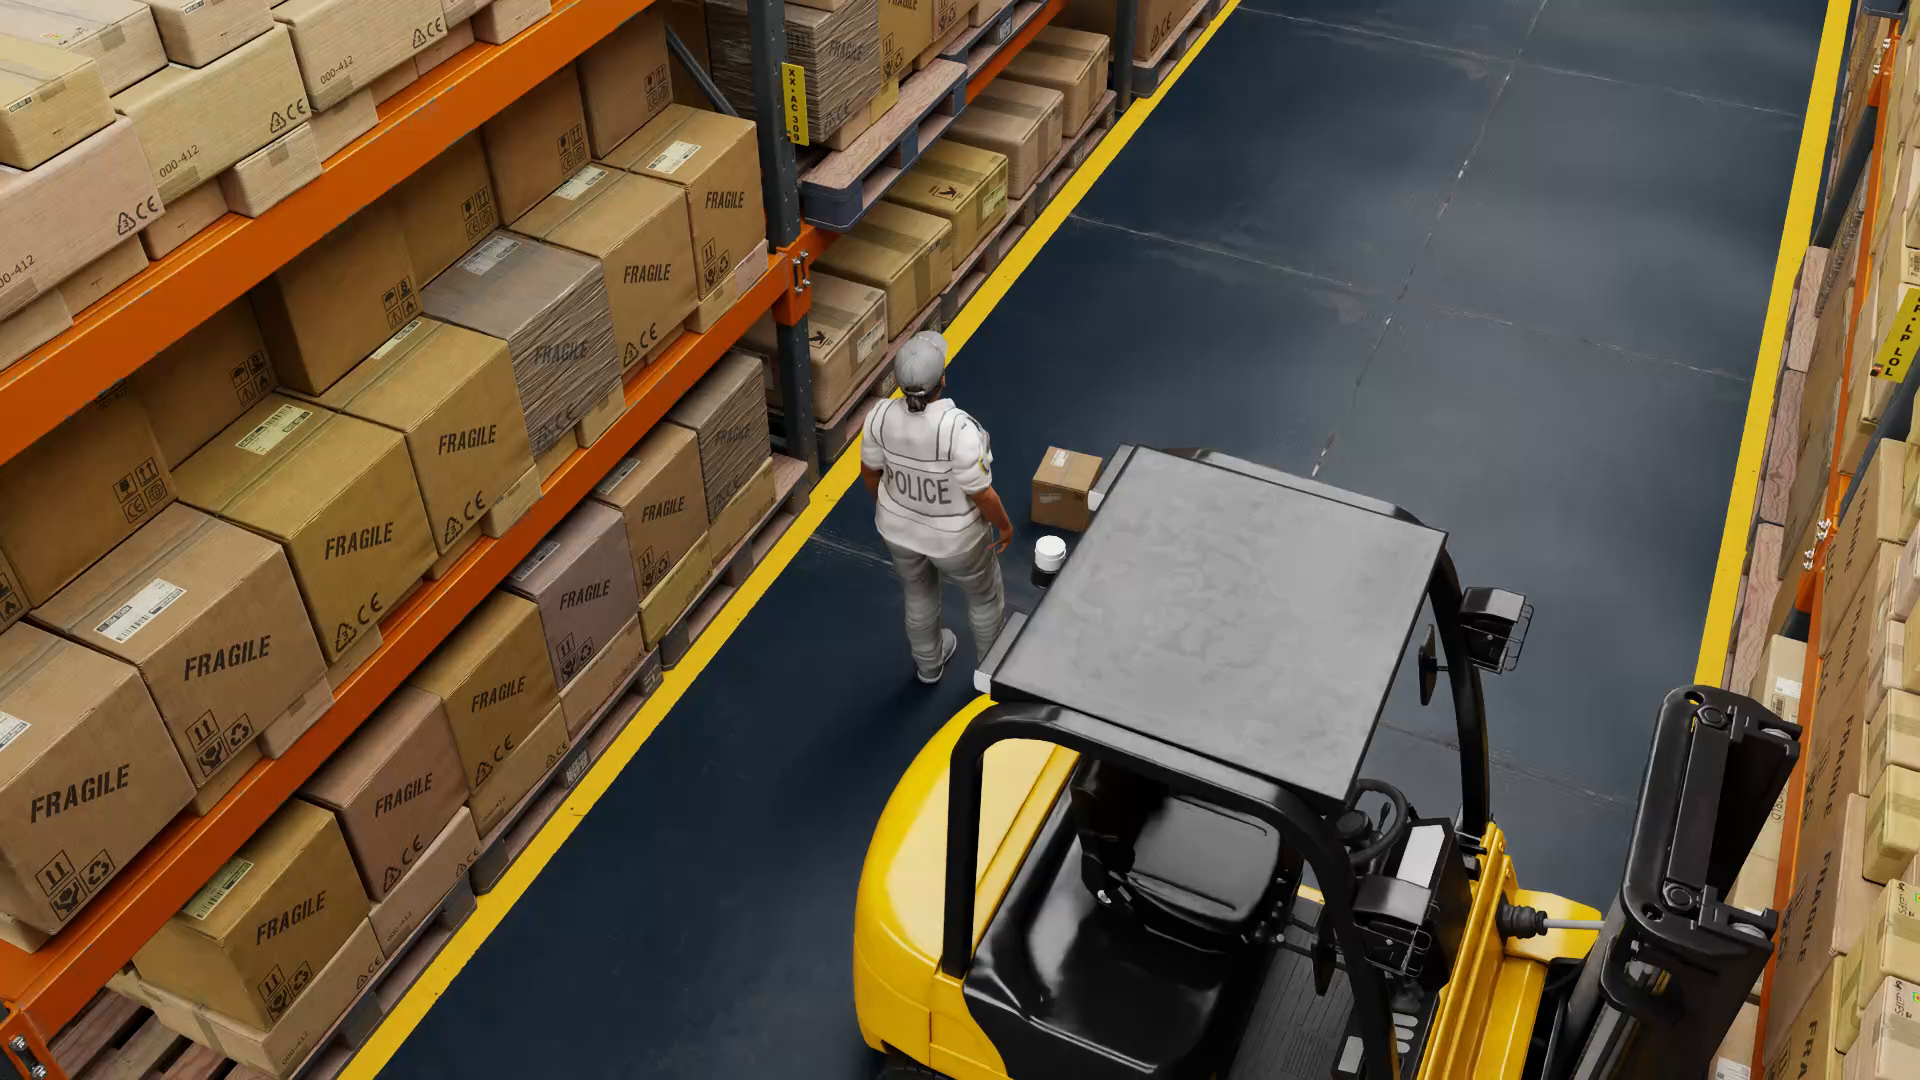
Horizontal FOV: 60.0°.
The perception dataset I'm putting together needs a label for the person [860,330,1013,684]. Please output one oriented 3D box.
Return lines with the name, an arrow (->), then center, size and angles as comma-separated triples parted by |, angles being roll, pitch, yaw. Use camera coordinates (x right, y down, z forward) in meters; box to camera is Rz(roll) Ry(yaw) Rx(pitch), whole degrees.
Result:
person -> -0.041, -0.105, 6.257 | 0.599, 1.671, 0.529 | 17, 45, 18
